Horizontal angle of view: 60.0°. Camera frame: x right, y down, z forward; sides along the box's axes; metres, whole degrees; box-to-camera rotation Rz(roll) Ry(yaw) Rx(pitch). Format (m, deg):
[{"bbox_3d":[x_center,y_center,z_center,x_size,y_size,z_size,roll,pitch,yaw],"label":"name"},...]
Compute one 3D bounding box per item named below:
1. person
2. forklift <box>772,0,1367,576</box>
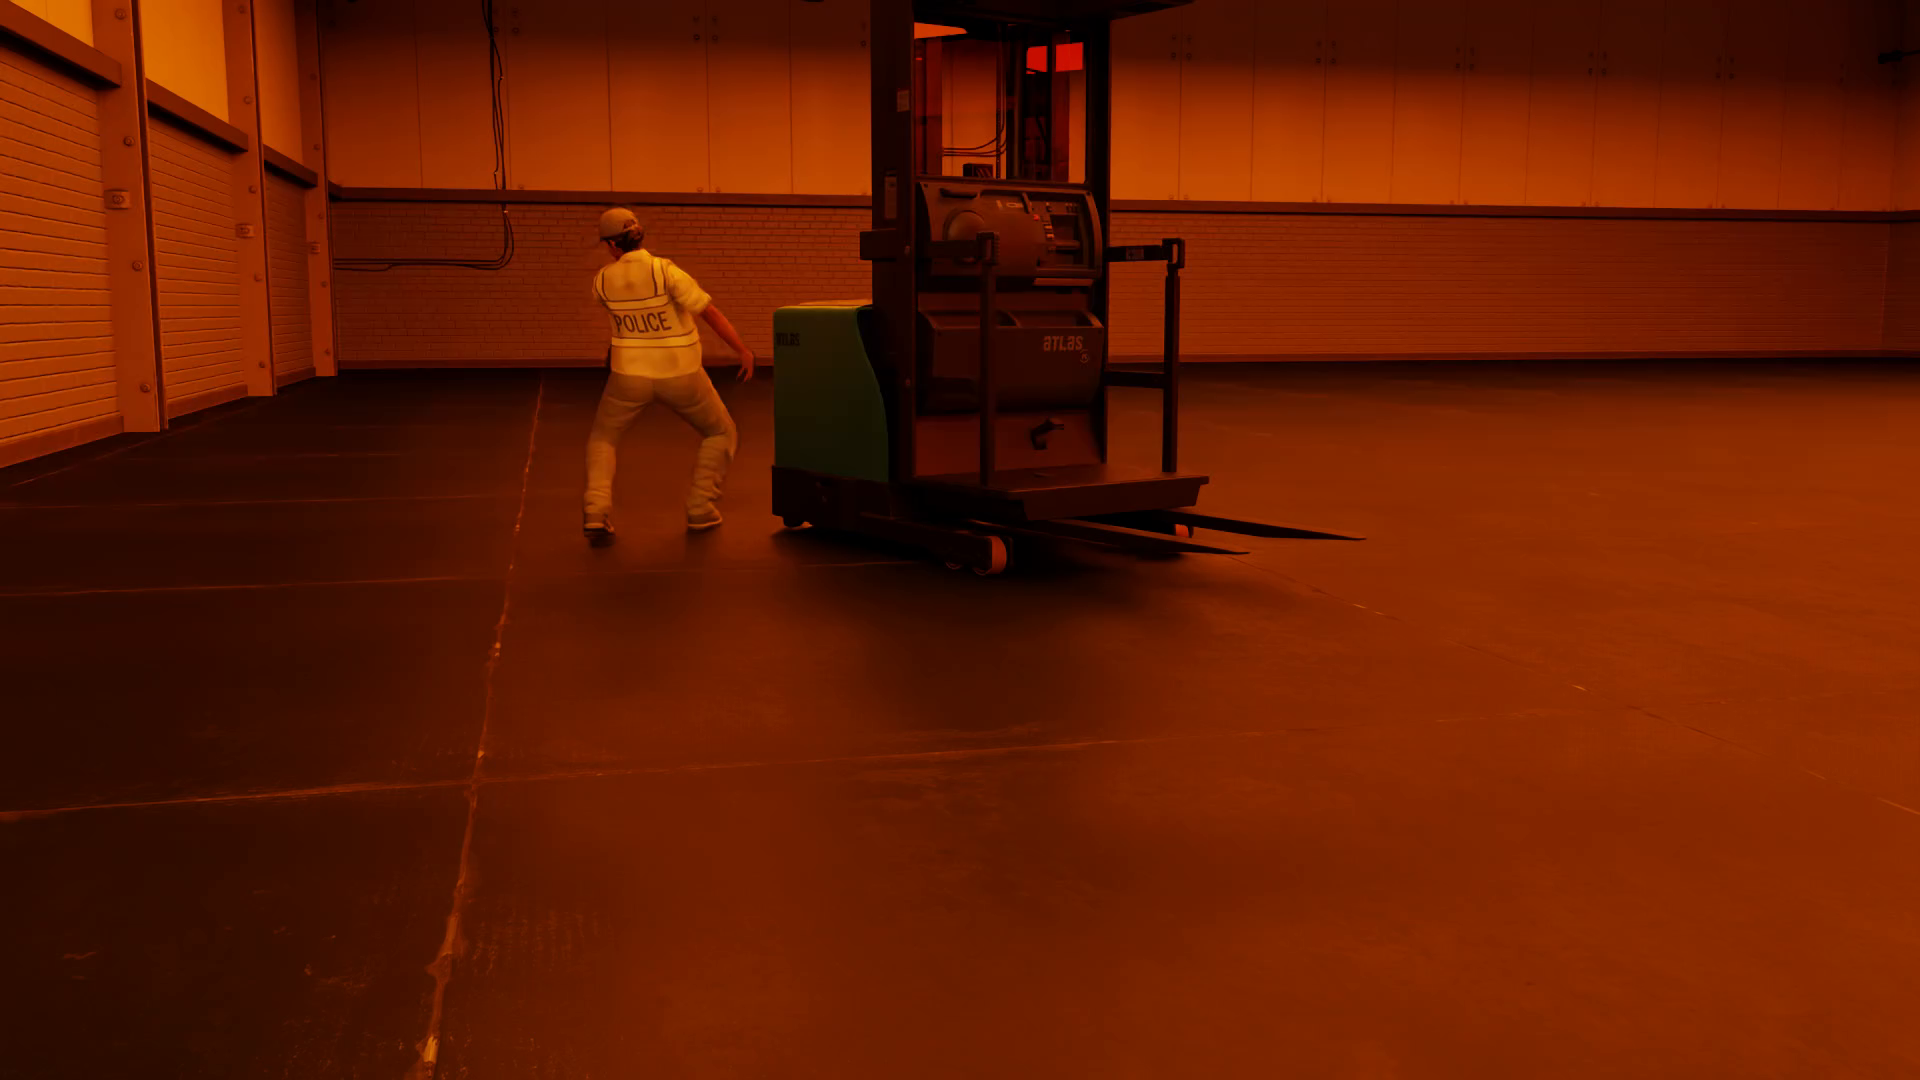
[{"bbox_3d":[-1.377,-0.801,7.886,0.799,1.505,0.821,-1,8,-4],"label":"person"},{"bbox_3d":[0.355,-1.383,7.015,1.130,2.935,3.031,-6,10,-35],"label":"forklift"}]
